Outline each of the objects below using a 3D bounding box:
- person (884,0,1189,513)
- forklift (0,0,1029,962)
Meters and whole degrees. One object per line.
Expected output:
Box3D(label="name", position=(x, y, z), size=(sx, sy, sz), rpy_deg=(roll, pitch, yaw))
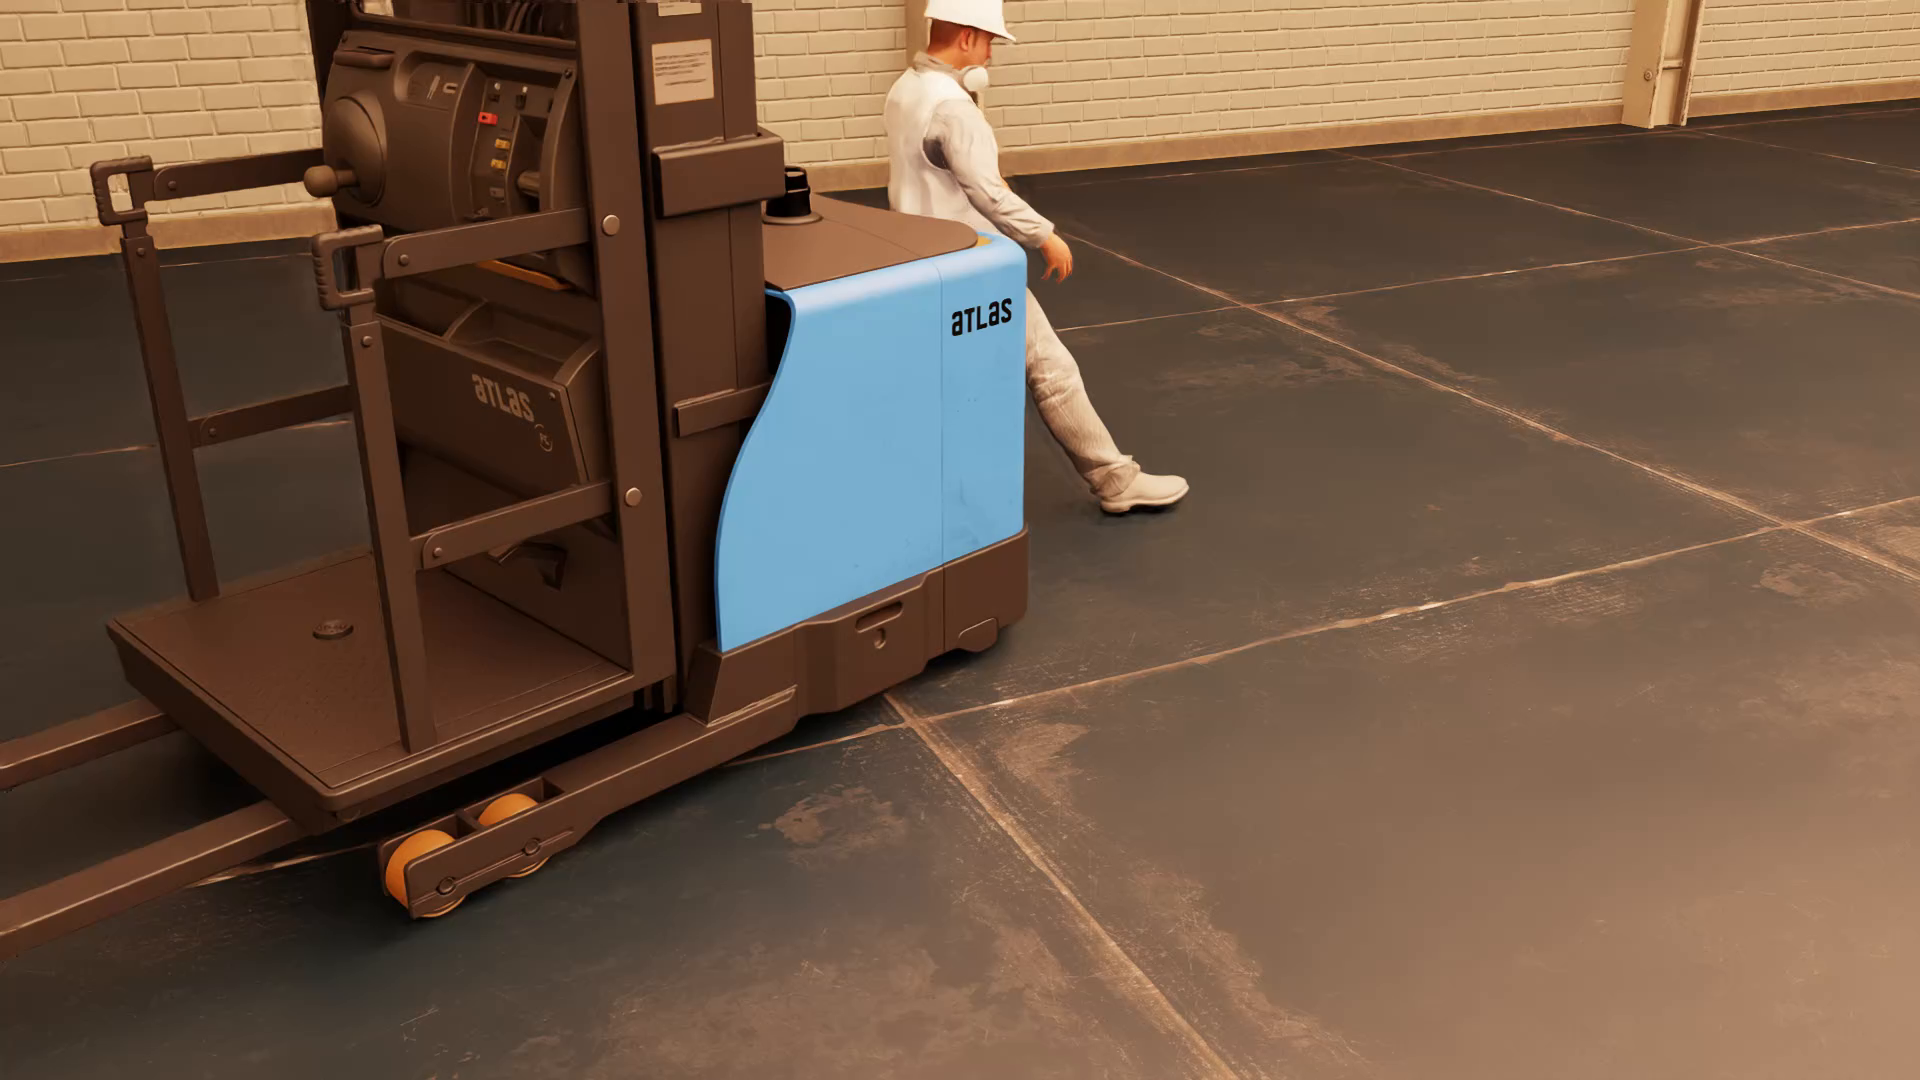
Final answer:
Box3D(label="person", position=(0.137, -0.950, 5.329), size=(0.982, 1.638, 0.995), rpy_deg=(-7, 24, -16))
Box3D(label="forklift", position=(-1.210, -0.828, 3.279), size=(1.130, 2.935, 3.031), rpy_deg=(21, 30, 40))
